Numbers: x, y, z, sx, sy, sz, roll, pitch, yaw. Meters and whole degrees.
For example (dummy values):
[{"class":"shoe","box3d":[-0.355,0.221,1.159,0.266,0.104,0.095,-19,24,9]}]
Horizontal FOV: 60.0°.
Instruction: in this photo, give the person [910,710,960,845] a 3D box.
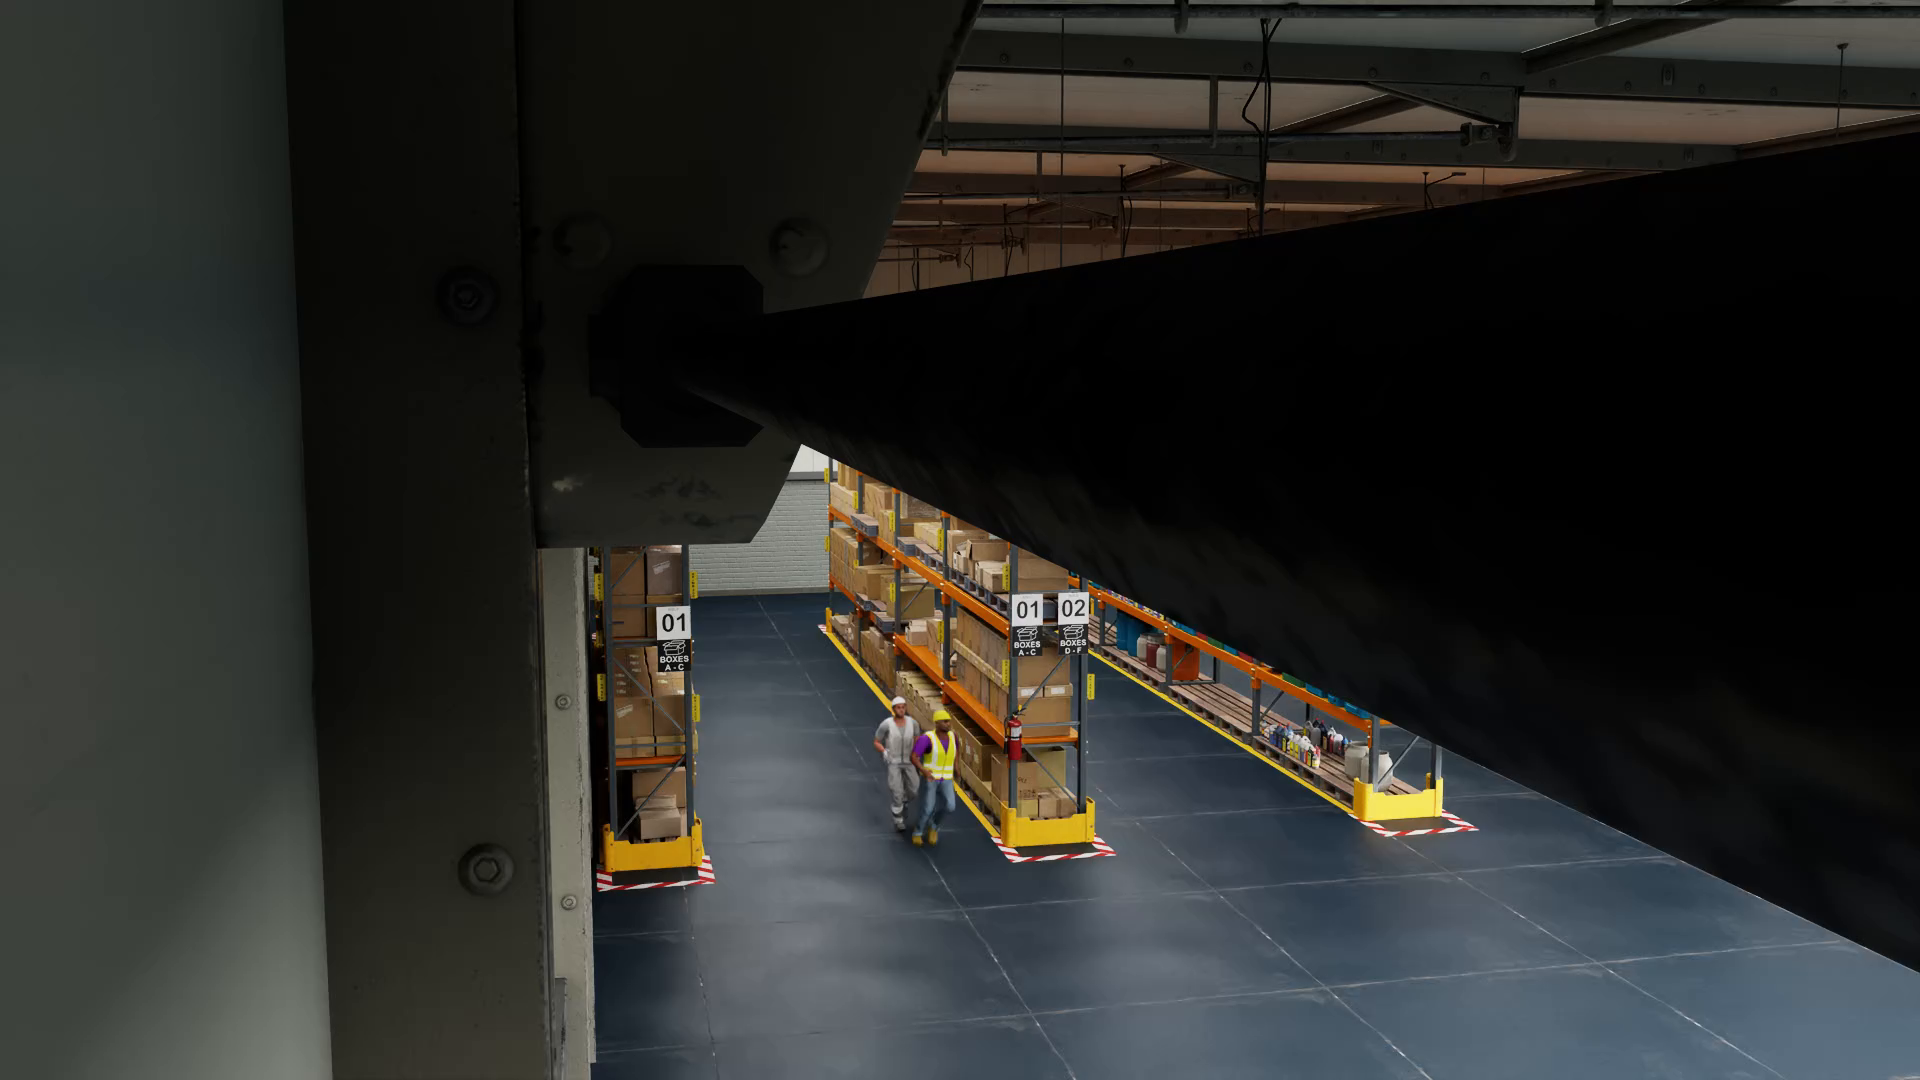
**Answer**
[{"class":"person","box3d":[-0.263,2.996,20.952,0.753,1.699,0.588,-4,8,-28]}]

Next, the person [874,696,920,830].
[{"class":"person","box3d":[-0.779,2.902,21.643,0.654,1.738,0.608,-2,7,-18]}]
